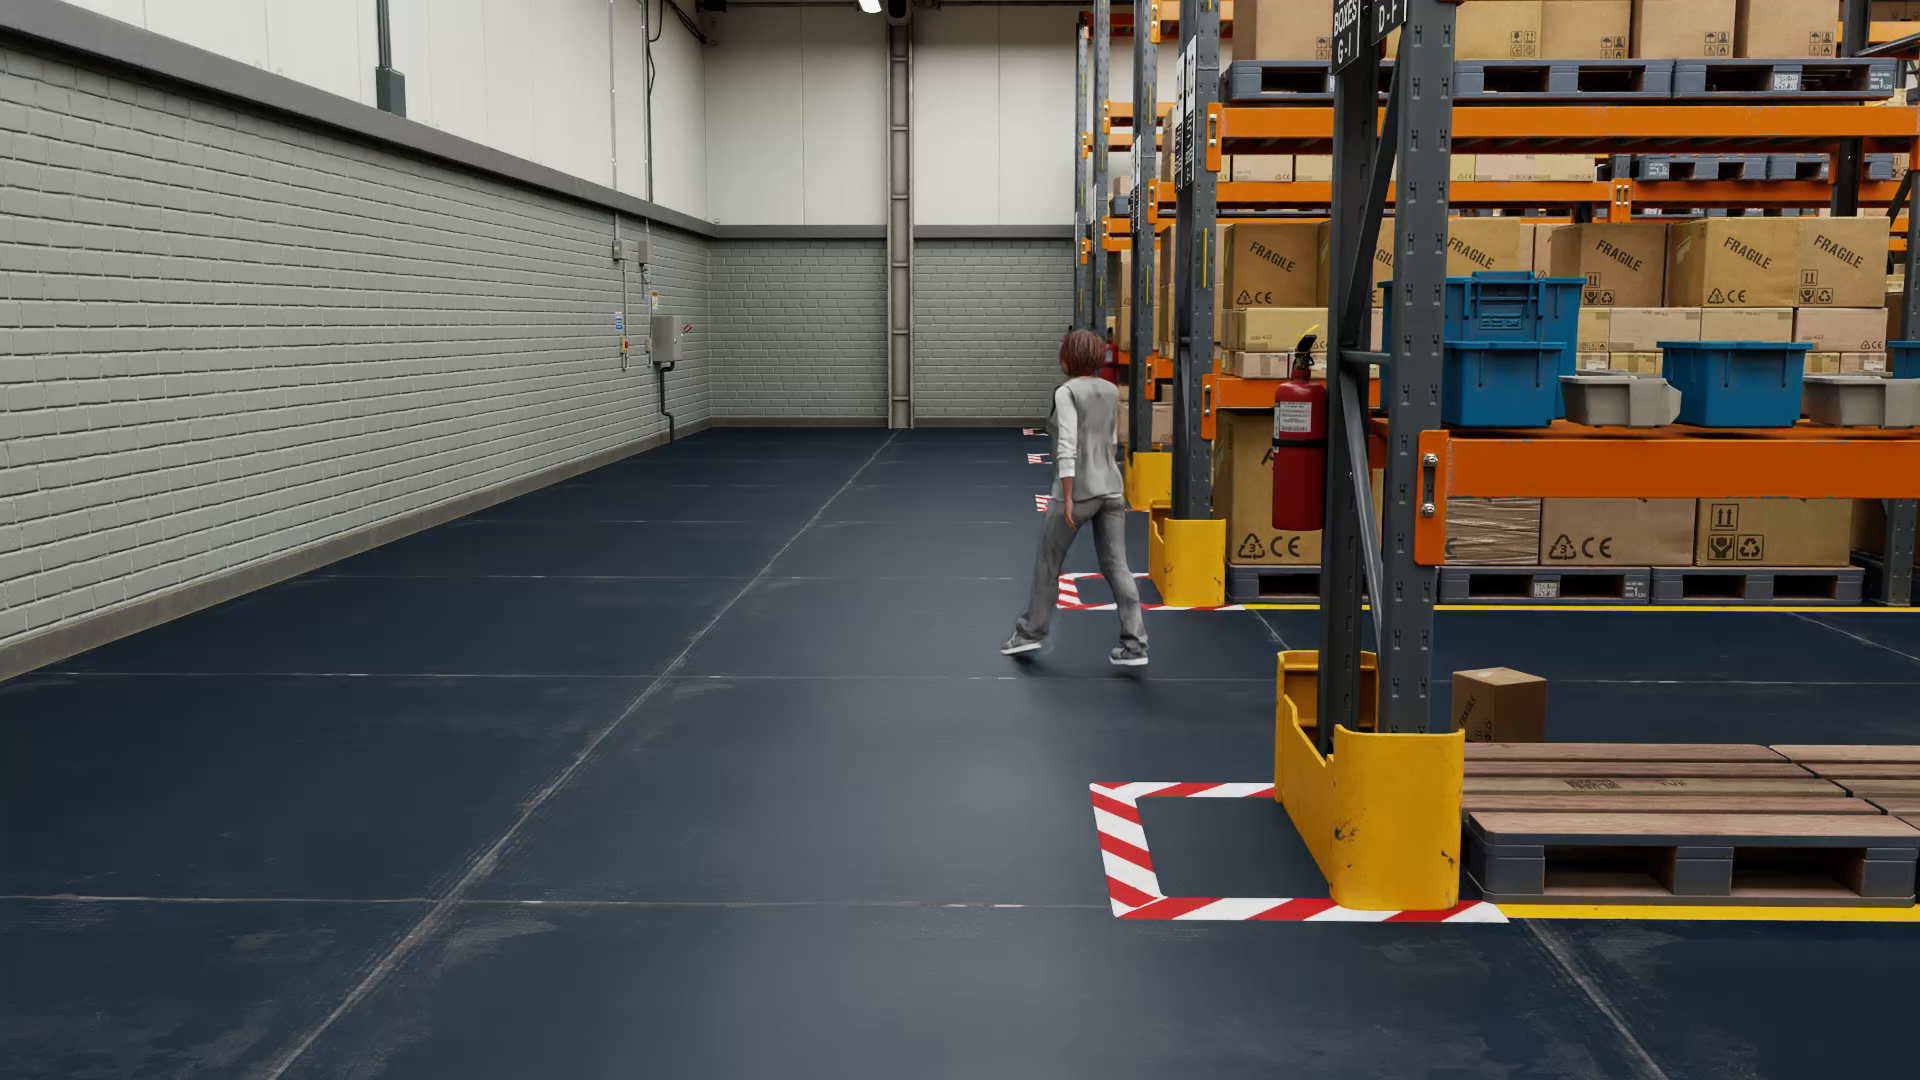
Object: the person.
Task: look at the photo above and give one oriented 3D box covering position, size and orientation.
[{"bbox_3d":[0.553,-0.196,7.779,0.462,1.577,0.862,-5,9,-35],"label":"person"}]
